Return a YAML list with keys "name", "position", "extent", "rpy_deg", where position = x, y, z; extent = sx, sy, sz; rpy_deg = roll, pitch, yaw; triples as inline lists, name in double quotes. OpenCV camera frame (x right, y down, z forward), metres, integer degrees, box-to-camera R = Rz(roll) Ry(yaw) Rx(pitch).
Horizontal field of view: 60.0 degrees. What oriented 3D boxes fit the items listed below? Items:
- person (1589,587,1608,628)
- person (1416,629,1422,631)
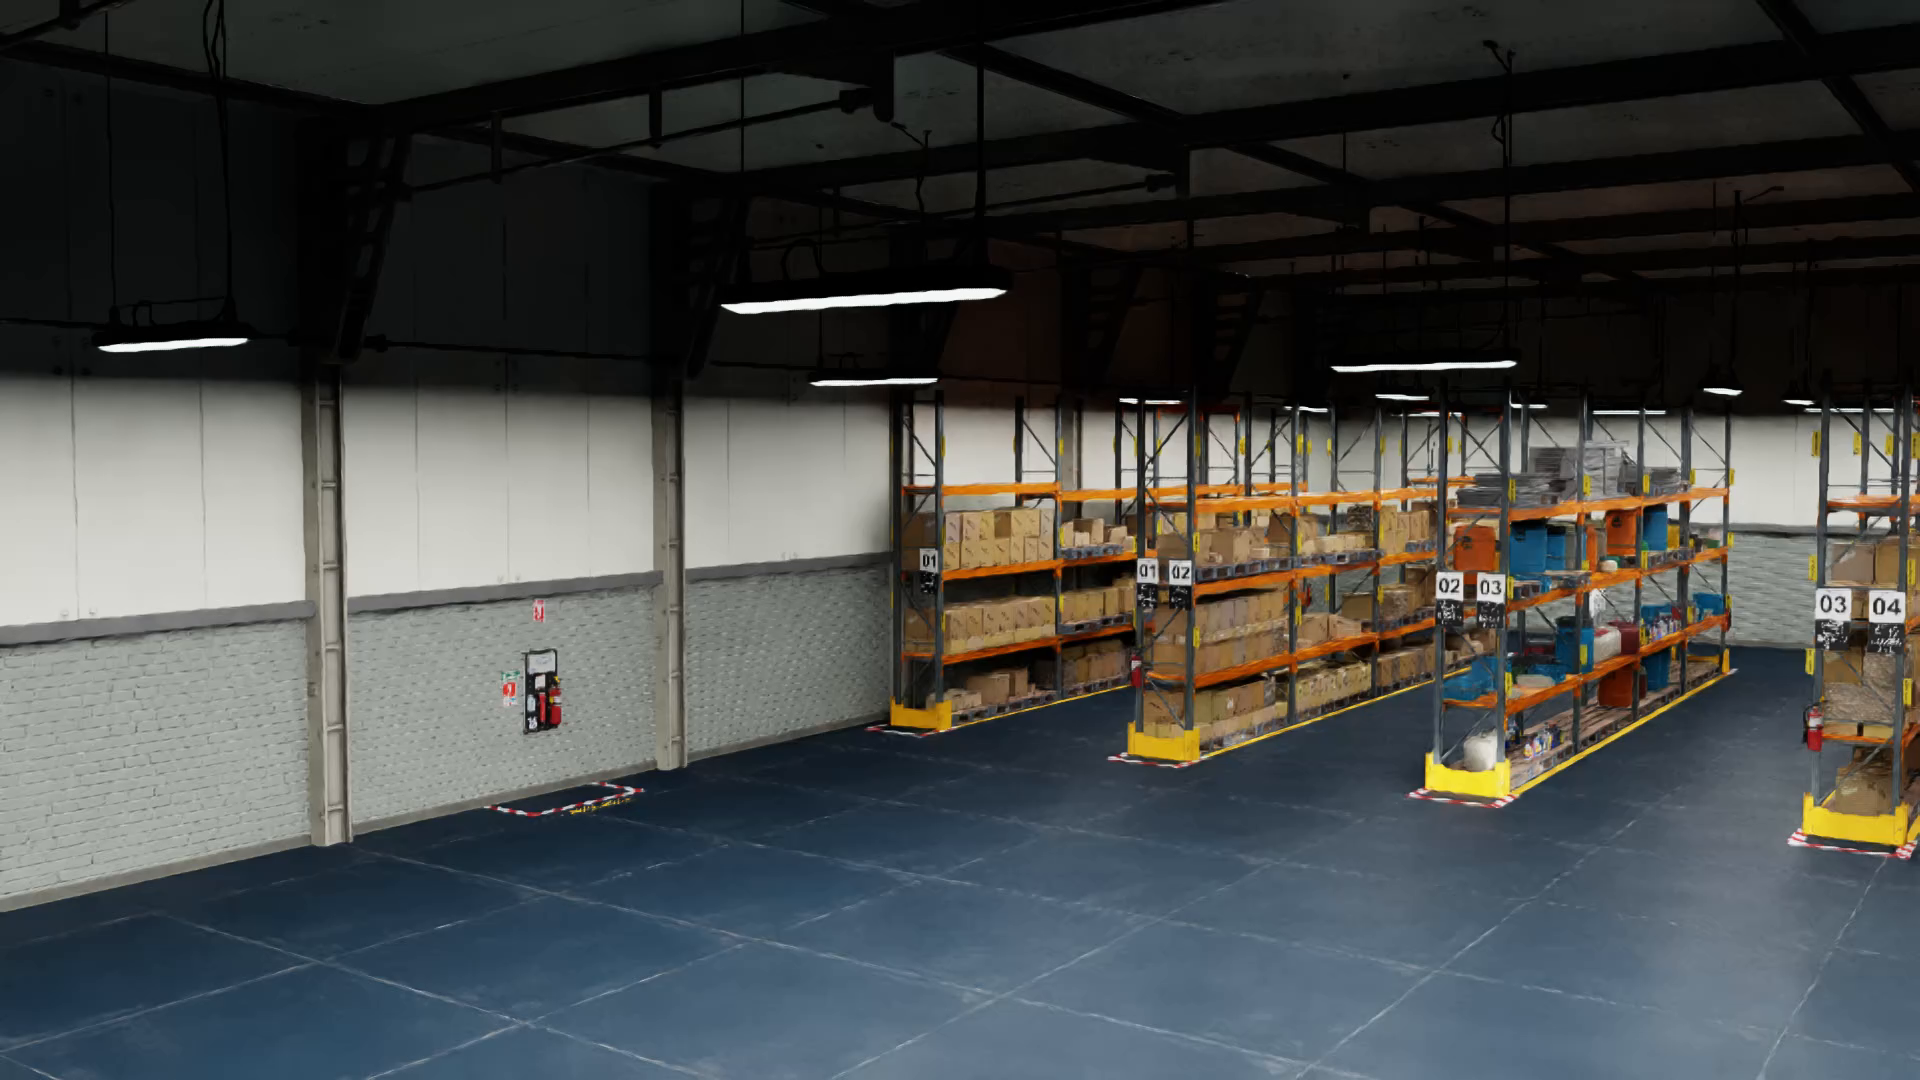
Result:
- name: "person"
  position: [16.172, 1.780, 42.354]
  extent: [0.641, 1.659, 0.454]
  rpy_deg: [-1, 3, -21]
- name: "person"
  position: [12.386, 1.605, 45.202]
  extent: [0.596, 1.715, 0.561]
  rpy_deg: [0, 3, -1]
